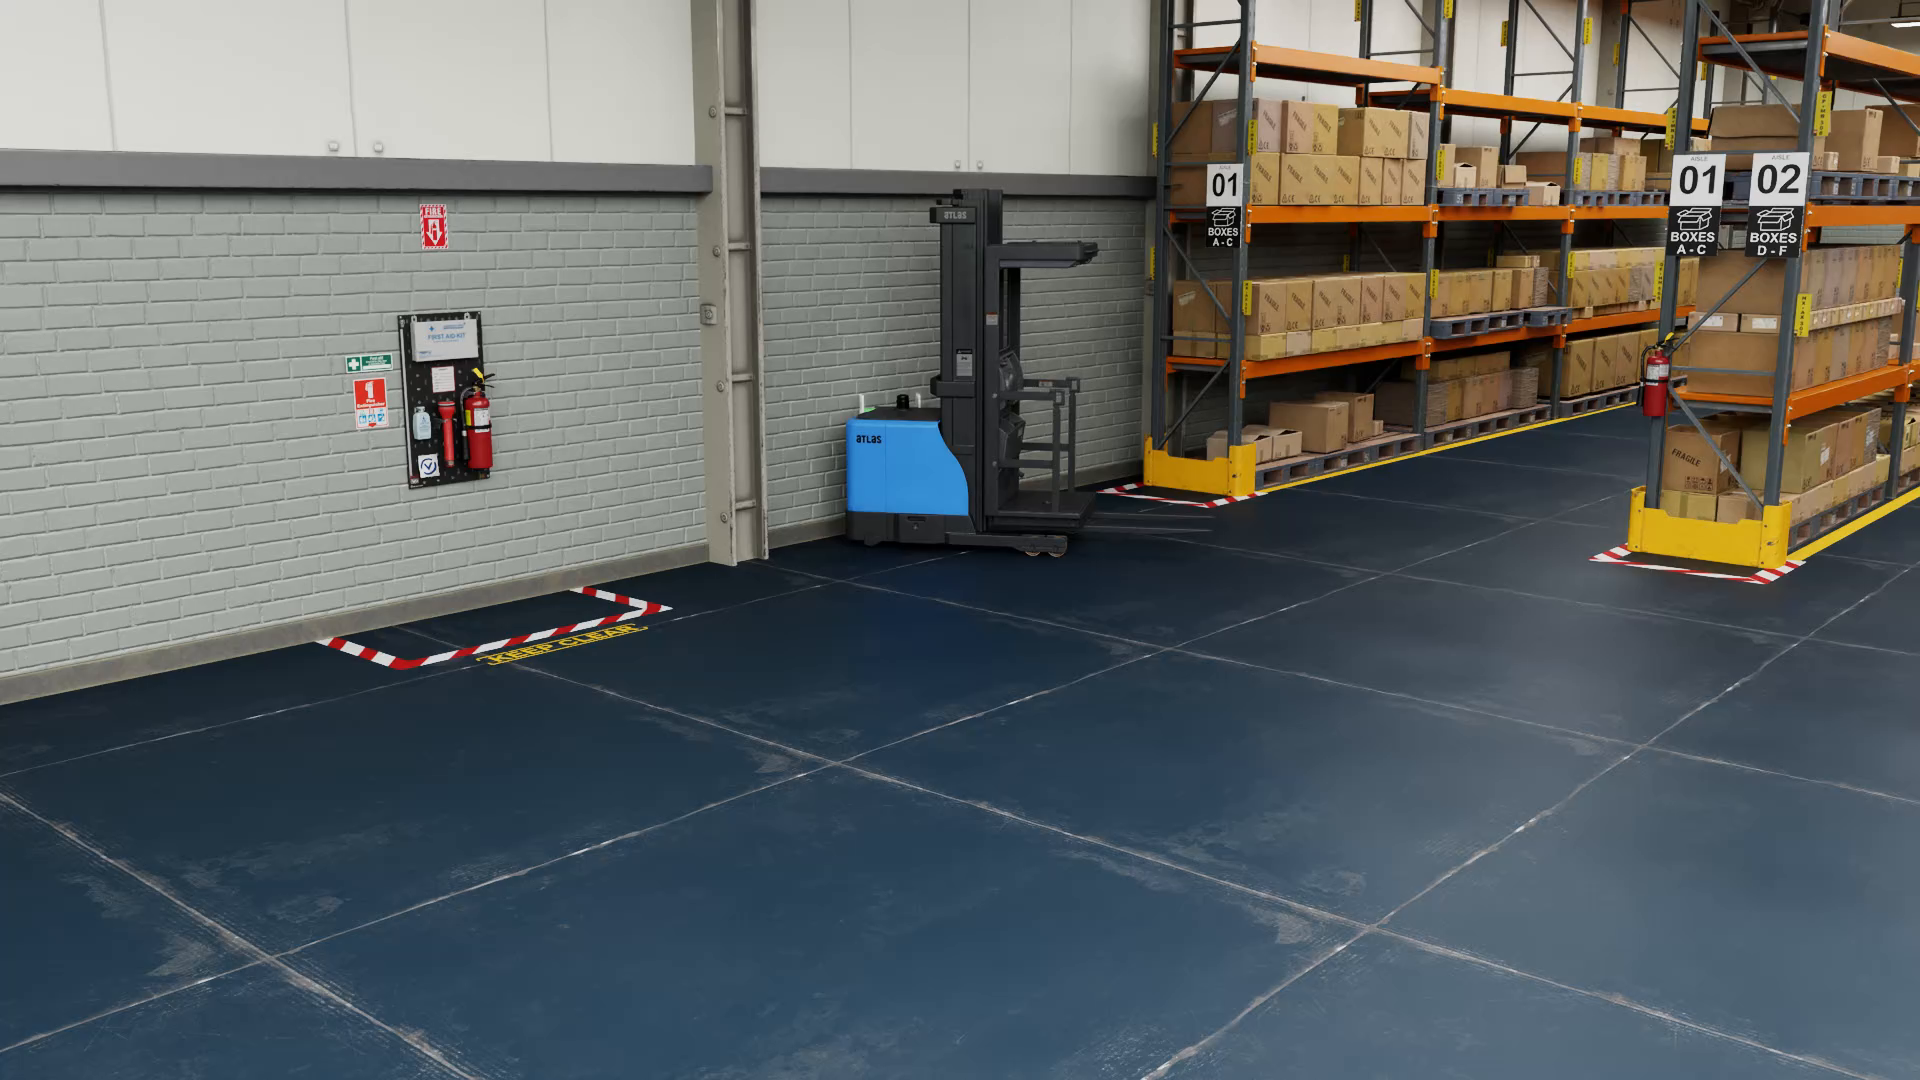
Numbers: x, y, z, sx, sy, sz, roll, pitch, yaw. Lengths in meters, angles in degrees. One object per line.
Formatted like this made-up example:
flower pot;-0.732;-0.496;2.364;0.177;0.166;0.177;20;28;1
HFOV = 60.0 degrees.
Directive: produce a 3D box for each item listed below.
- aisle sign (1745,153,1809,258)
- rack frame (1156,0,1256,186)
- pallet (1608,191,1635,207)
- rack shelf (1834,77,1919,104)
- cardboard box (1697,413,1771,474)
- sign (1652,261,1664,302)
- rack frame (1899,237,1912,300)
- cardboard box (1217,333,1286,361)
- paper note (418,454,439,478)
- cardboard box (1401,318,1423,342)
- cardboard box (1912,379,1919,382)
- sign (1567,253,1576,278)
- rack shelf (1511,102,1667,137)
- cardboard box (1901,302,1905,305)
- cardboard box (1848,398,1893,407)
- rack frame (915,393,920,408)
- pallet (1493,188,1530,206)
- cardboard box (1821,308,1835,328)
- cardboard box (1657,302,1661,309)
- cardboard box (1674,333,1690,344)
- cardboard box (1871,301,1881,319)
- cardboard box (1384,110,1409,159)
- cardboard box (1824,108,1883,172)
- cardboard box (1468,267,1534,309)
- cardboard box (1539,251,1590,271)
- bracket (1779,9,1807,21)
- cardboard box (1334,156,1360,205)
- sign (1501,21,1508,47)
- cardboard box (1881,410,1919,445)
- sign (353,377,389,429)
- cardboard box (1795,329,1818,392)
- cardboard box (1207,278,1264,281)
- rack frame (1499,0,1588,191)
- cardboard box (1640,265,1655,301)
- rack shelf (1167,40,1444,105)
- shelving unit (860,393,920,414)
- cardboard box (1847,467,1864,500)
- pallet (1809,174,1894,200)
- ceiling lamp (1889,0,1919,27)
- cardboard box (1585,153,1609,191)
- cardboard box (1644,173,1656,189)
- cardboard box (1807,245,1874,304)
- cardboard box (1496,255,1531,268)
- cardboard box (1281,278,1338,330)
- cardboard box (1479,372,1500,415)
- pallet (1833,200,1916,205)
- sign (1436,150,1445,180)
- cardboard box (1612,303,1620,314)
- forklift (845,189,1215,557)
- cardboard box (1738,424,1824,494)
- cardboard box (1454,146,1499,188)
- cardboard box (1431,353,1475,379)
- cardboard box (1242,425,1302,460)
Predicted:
aisle sign;6.268;-2.567;12.767;0.394;0.787;0.004;10;15;40
rack frame;2.358;-4.923;15.885;1.000;3.000;0.127;10;15;40
pallet;8.760;-4.803;23.424;1.003;0.211;1.213;11;16;43
rack shelf;10.042;-4.617;17.210;1.077;0.370;4.000;10;15;40
cardboard box;6.861;-0.833;14.757;0.500;0.500;0.500;10;15;40
sign;5.683;-2.097;13.493;0.100;0.325;0.005;10;15;40
rack frame;11.362;-2.518;19.161;1.000;3.000;0.127;10;15;40
cardboard box;2.918;-1.948;16.639;0.500;0.250;0.500;9;15;39
paper note;-3.619;-0.506;11.333;0.016;0.148;0.142;10;15;40
cardboard box;4.913;-2.397;18.886;0.500;0.250;0.500;10;15;40
cardboard box;11.837;-2.053;20.175;0.500;0.250;0.500;11;15;42
sign;8.053;-3.618;21.915;0.100;0.325;0.005;10;15;40
rack shelf;8.959;-5.845;23.360;1.077;0.370;4.000;10;15;40
cardboard box;9.919;-2.241;17.517;0.500;0.500;0.500;10;15;40
cardboard box;9.778;-1.383;17.993;0.500;0.311;0.500;10;15;40
rack frame;-0.358;-0.672;14.472;0.015;1.200;0.240;-2;8;-8
pallet;6.168;-4.179;20.295;1.213;0.211;1.003;10;15;40
cardboard box;7.182;-1.890;14.106;0.380;0.149;0.250;9;14;38
cardboard box;10.269;-3.547;24.902;0.380;0.149;0.250;10;15;41
cardboard box;11.213;-3.169;26.071;0.380;0.149;0.250;10;15;42
cardboard box;8.195;-2.115;15.233;0.380;0.149;0.250;10;15;40
cardboard box;4.515;-4.399;18.058;0.500;0.500;0.500;11;16;43
cardboard box;7.383;-3.345;13.956;0.500;0.500;0.500;10;15;40
cardboard box;6.987;-3.267;21.530;0.700;0.500;0.500;8;14;35
cardboard box;8.151;-3.768;22.440;0.500;0.250;0.500;10;15;42
bracket;15.767;-9.828;31.253;0.076;0.066;3.189;10;15;40
cardboard box;3.825;-3.761;17.417;0.500;0.500;0.500;11;16;44
sign;7.219;-6.707;22.027;0.100;0.325;0.005;10;15;40
cardboard box;9.516;-1.164;16.897;0.500;0.311;0.500;10;15;40
sign;-3.893;-0.904;10.988;0.001;0.329;0.234;10;15;40
cardboard box;6.742;-1.535;13.984;0.700;0.500;0.500;10;15;42
cardboard box;2.849;-2.455;17.261;0.500;0.500;0.500;10;15;41
rack frame;7.639;-6.100;21.778;1.000;3.000;0.127;10;15;40
cardboard box;9.834;-3.775;24.385;0.500;0.500;0.500;10;15;41
rack shelf;3.678;-4.863;17.429;1.077;0.370;4.000;10;15;40
shelving unit;-0.599;-0.664;14.438;0.503;1.200;0.258;-2;8;-8
cardboard box;7.923;-0.543;15.220;0.500;0.250;0.500;10;15;40
pallet;7.373;-3.050;14.390;1.003;0.211;1.213;10;15;40
ceiling lamp;16.588;-10.208;27.441;2.000;3.185;0.800;10;15;40
cardboard box;8.601;-5.137;23.236;0.700;0.500;0.500;11;16;43
cardboard box;10.555;-5.530;25.638;0.500;0.250;0.500;10;15;41
cardboard box;7.770;-2.401;15.006;0.700;0.500;0.500;10;15;40
cardboard box;7.232;-3.637;21.729;0.380;0.149;0.250;7;13;31
cardboard box;3.578;-2.463;17.303;0.500;0.500;0.500;9;14;39
cardboard box;6.469;-1.898;21.314;0.700;0.500;0.500;10;15;40
pallet;9.294;-3.438;16.598;0.805;0.209;1.217;9;14;38
sign;5.411;-4.225;18.729;0.100;0.325;0.005;10;15;40
cardboard box;9.213;-3.328;23.806;0.380;0.149;0.250;10;15;42
forklift;0.611;-1.414;13.806;3.031;2.935;1.130;2;12;11
cardboard box;6.931;-0.691;14.044;0.500;0.500;0.500;10;15;40
cardboard box;6.233;-4.547;20.333;0.500;0.500;0.500;9;14;38
cardboard box;6.100;-2.180;20.812;0.500;0.250;0.500;9;15;39
cardboard box;3.258;-1.052;17.564;0.500;0.311;0.500;-11;15;-43
